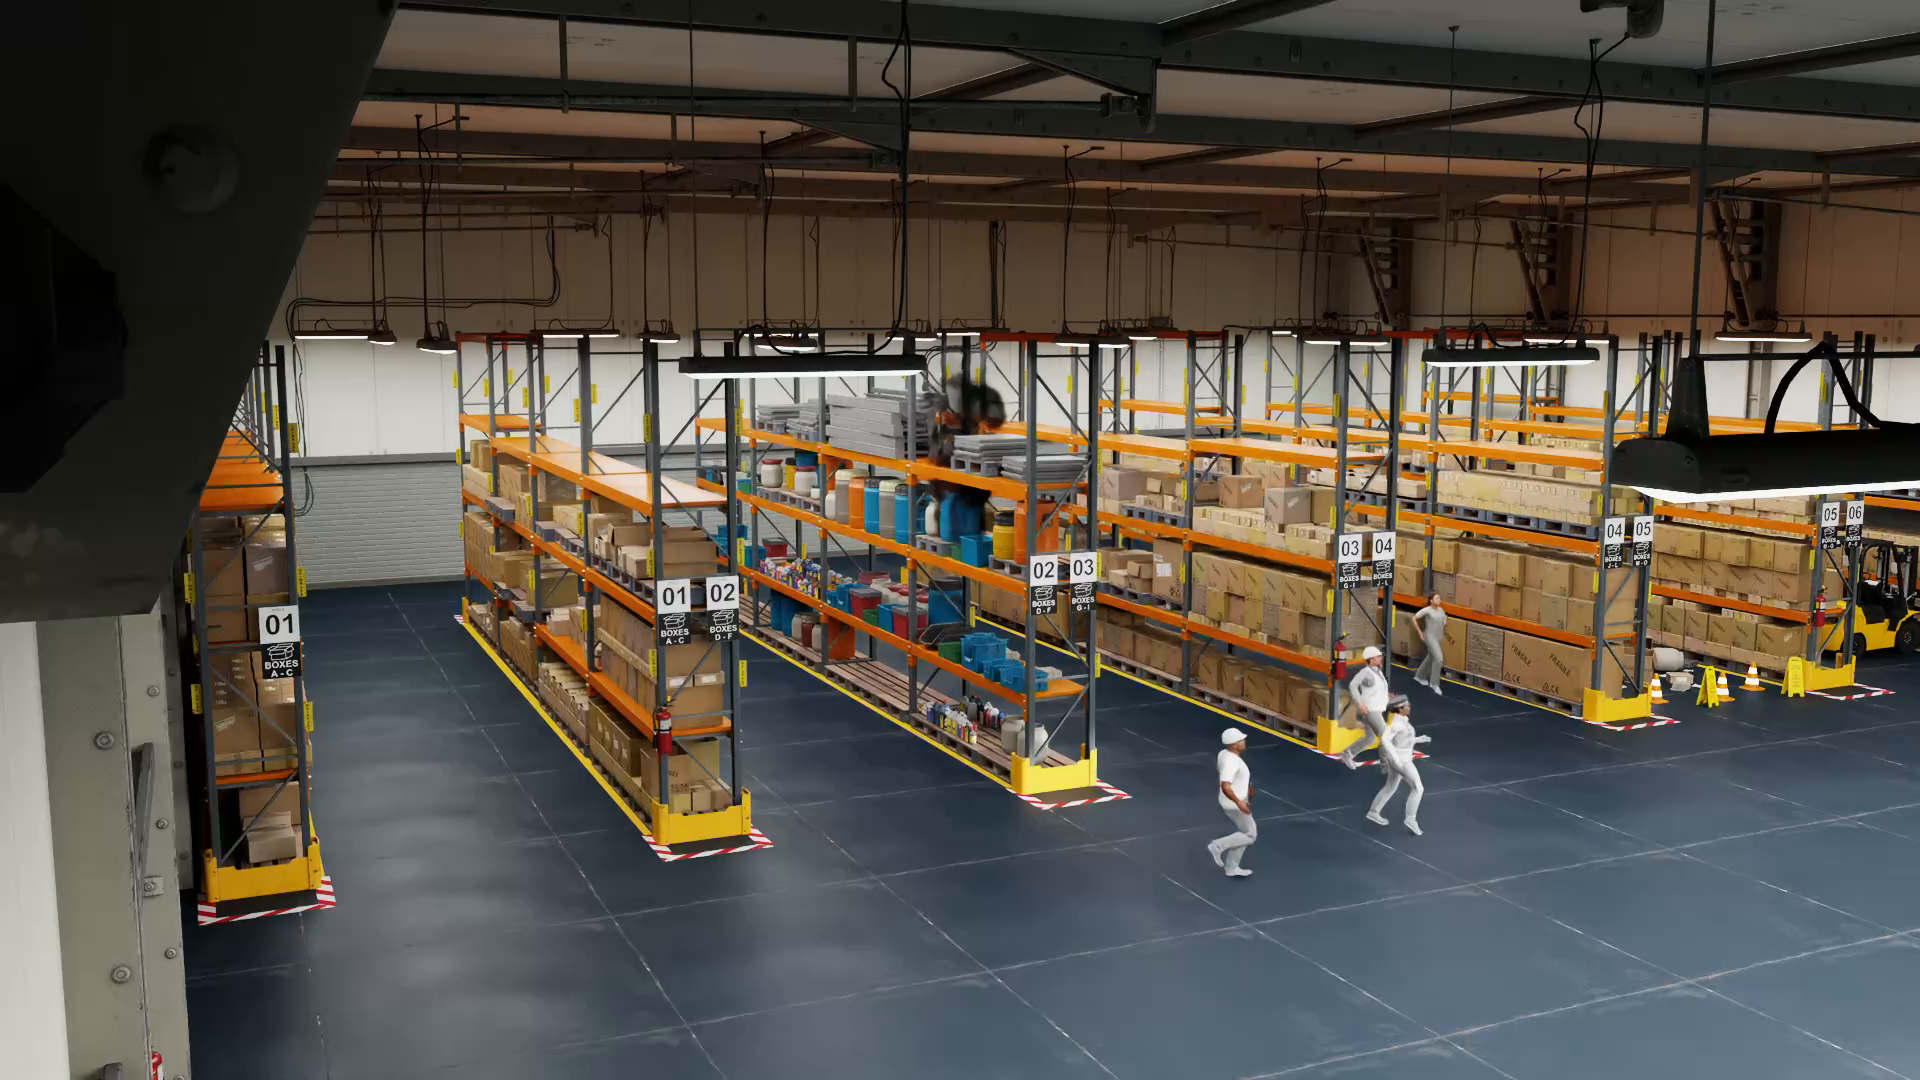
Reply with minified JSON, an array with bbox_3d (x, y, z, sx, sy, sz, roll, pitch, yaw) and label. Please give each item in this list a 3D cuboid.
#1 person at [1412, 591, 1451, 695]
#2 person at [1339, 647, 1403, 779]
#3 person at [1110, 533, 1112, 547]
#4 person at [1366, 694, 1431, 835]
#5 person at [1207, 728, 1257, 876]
[{"bbox_3d":[7.980,1.720,28.115,0.533,1.724,0.754,-6,9,-36],"label":"person"},{"bbox_3d":[5.746,2.357,23.020,0.894,1.758,0.673,4,9,27],"label":"person"},{"bbox_3d":[3.969,-0.206,42.355,0.653,1.686,0.588,-5,9,-35],"label":"person"},{"bbox_3d":[5.407,2.751,20.438,0.733,1.750,0.584,1,8,7],"label":"person"},{"bbox_3d":[3.078,2.964,18.802,0.578,1.712,0.718,0,8,1],"label":"person"}]
